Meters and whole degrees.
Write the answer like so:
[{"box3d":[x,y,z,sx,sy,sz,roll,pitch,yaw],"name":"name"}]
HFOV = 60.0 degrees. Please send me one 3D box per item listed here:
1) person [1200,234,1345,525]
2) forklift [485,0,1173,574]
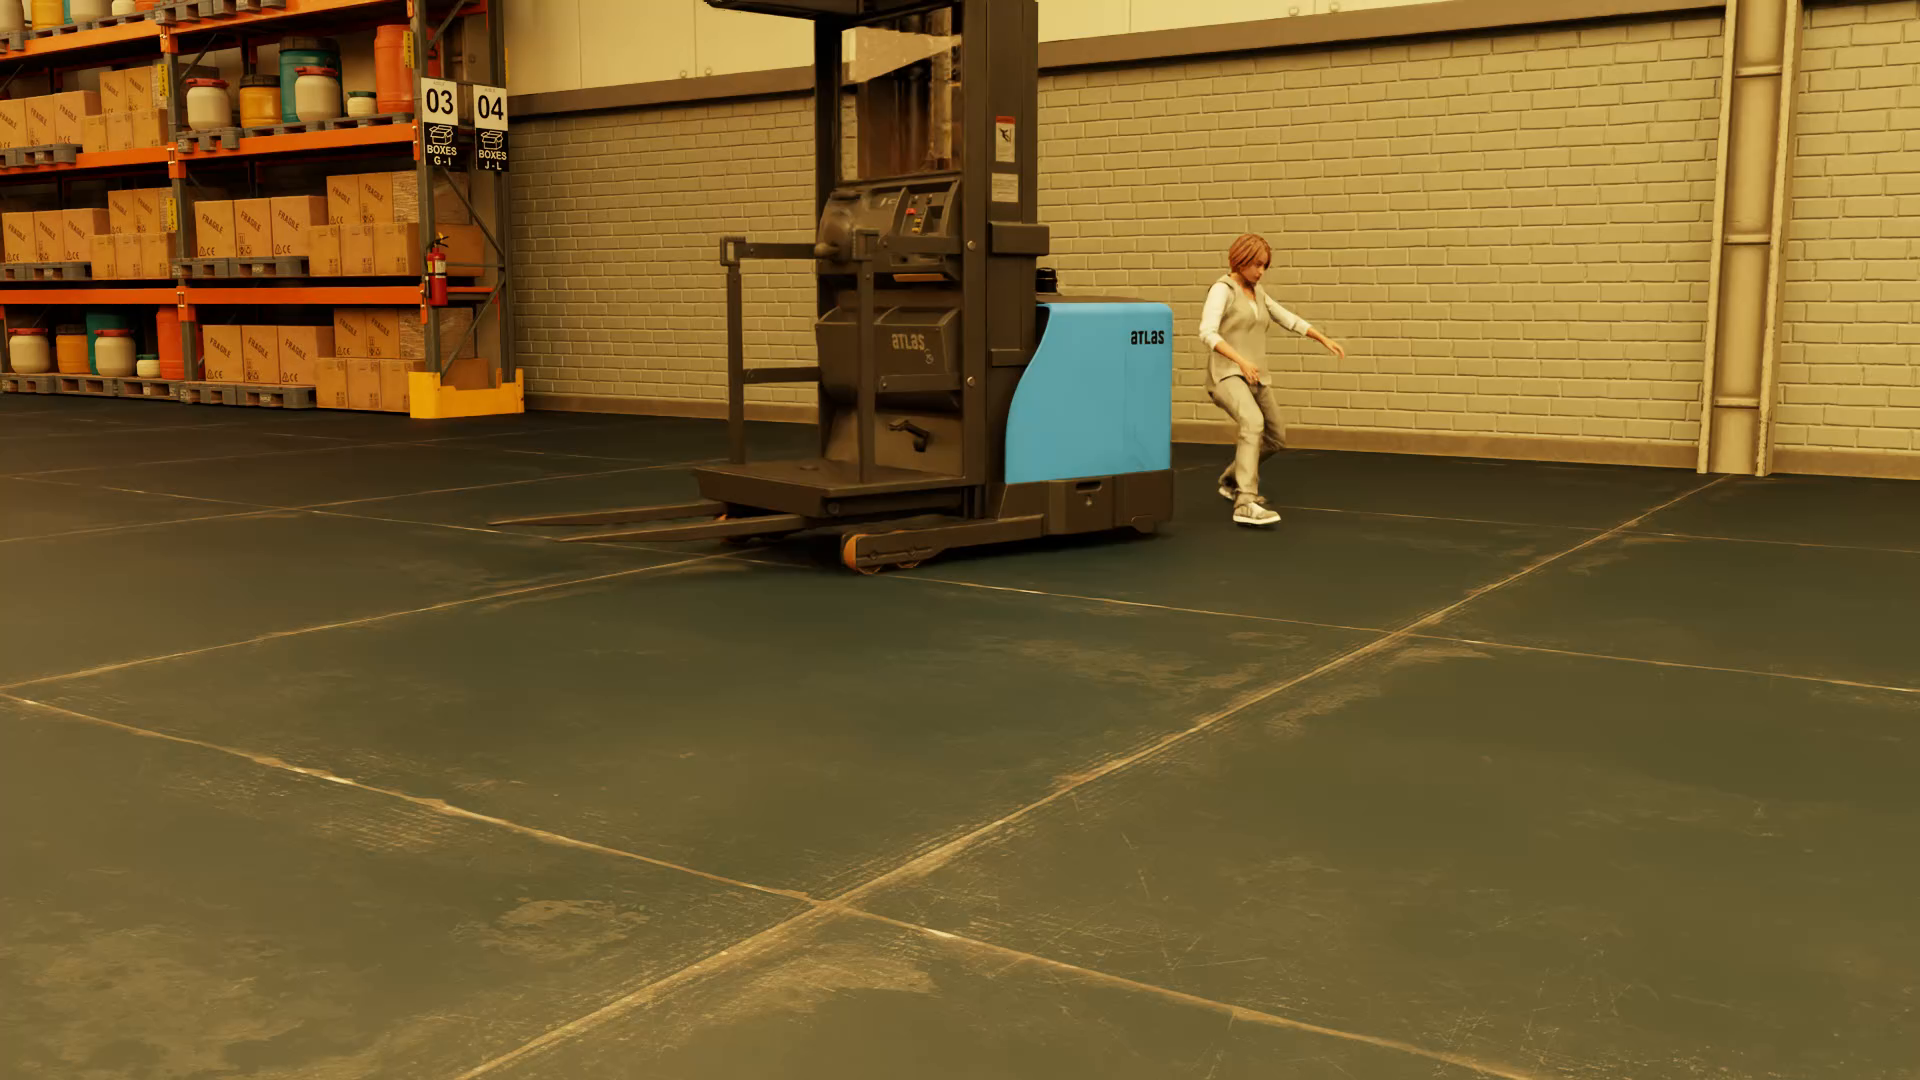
[{"box3d":[1.511,-0.817,8.455,0.912,1.428,0.900,-8,11,-43],"name":"person"},{"box3d":[-0.475,-1.397,7.017,3.031,2.935,1.130,-6,10,-38],"name":"forklift"}]
